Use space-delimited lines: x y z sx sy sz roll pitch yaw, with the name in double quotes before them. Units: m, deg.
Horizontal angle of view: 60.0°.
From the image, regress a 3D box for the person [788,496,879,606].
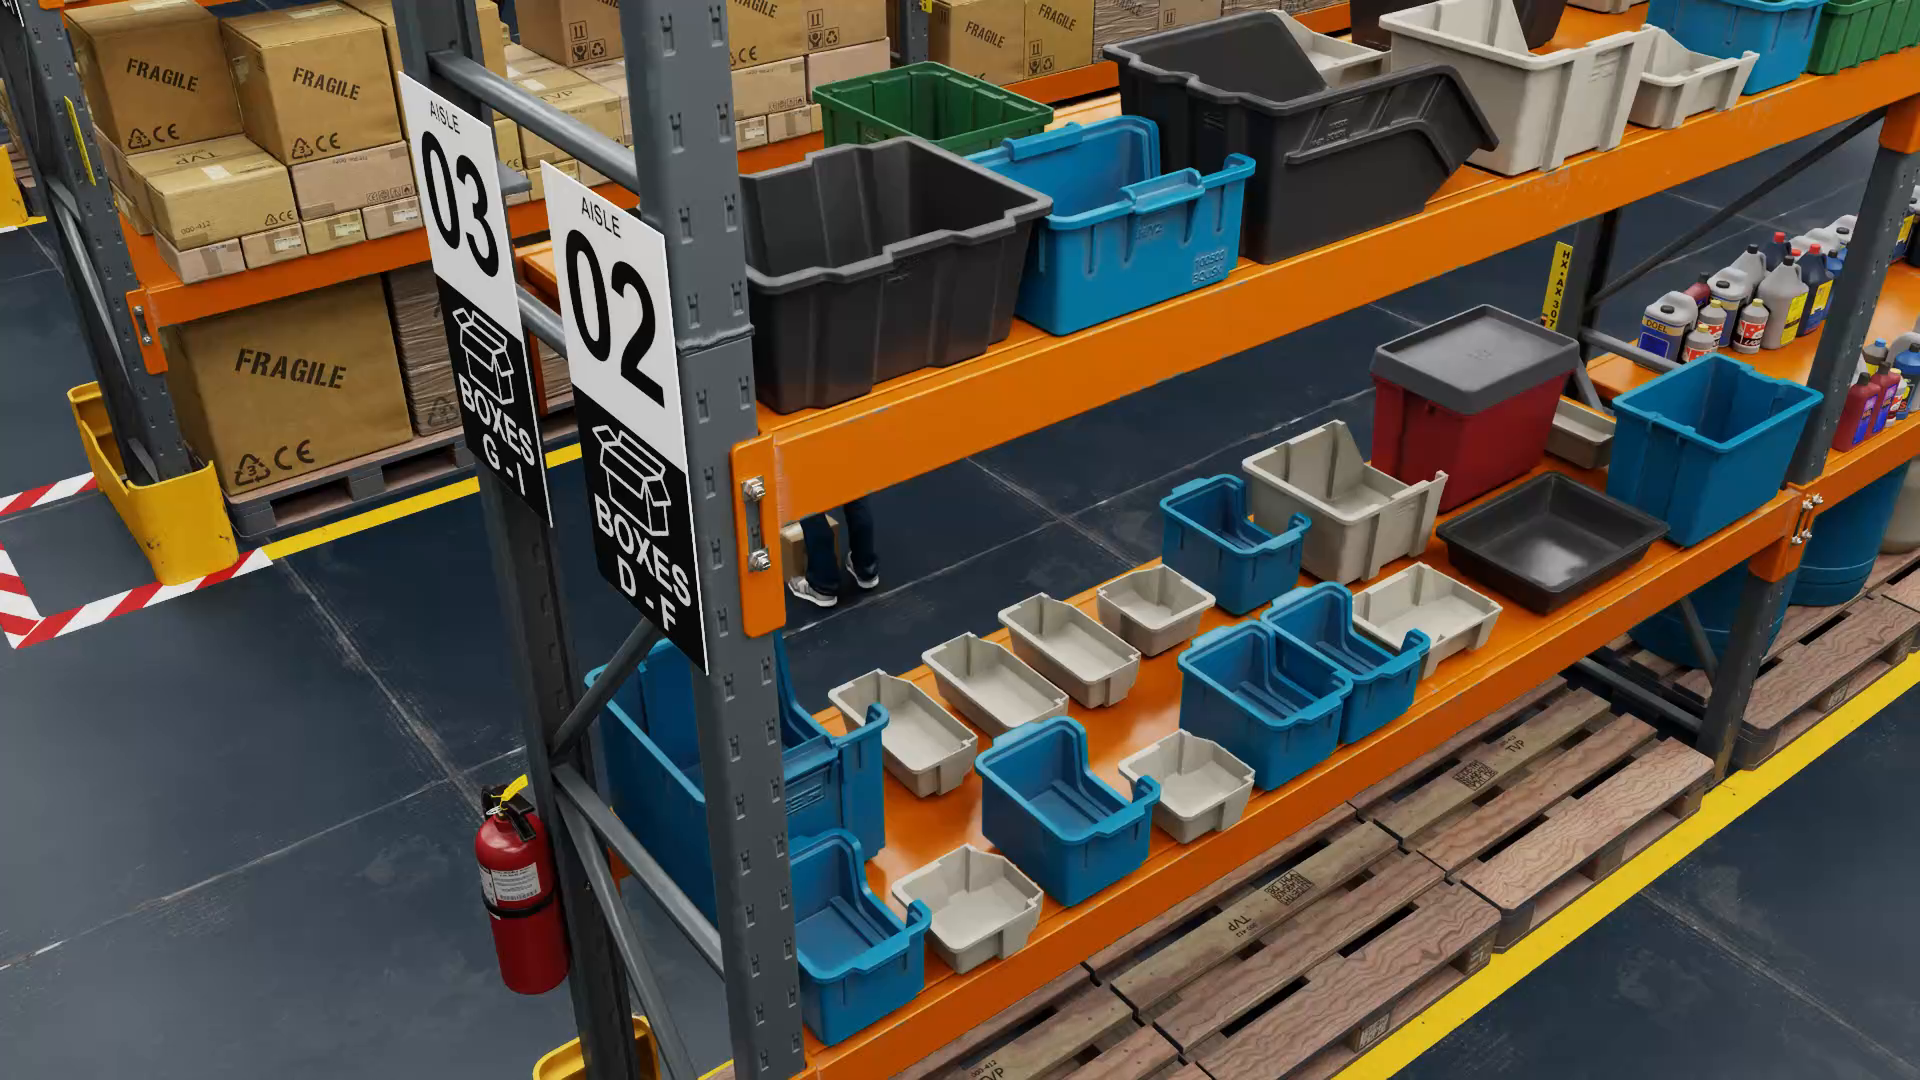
"person" -0.545 -0.443 6.843 0.470 1.590 0.348 -25 40 -33
